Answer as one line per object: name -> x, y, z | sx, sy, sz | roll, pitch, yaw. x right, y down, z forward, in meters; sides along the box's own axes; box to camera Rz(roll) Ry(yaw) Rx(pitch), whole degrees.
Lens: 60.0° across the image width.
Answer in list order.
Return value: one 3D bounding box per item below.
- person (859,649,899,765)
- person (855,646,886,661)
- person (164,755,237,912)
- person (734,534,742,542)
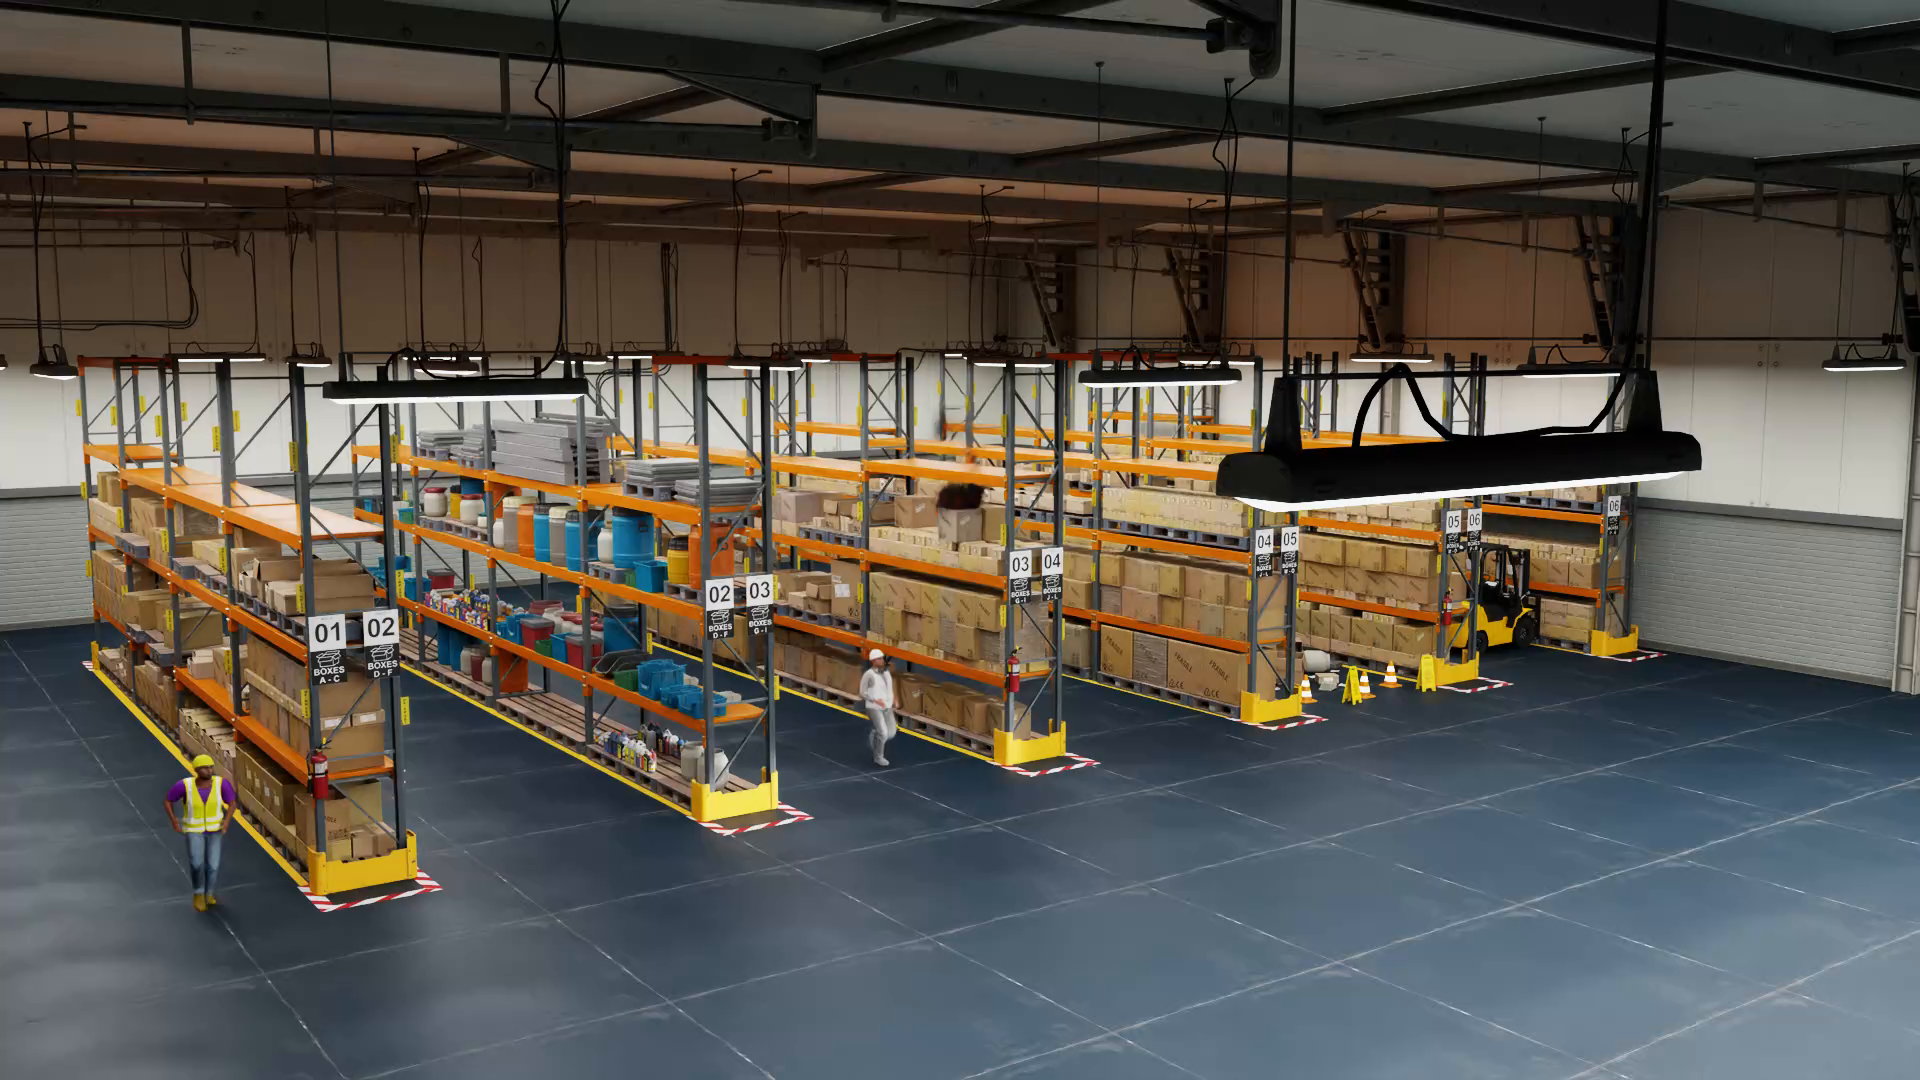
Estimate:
person -> -1.219, 2.482, 24.805 | 0.585, 1.731, 0.661 | 6, 9, 43
person -> -1.660, 1.556, 32.066 | 0.709, 1.757, 0.970 | -6, 9, -40
person -> -8.382, 3.240, 18.434 | 0.711, 1.743, 0.631 | -5, 8, -33
person -> -5.360, 0.694, 39.515 | 0.698, 1.737, 0.592 | -3, 8, -26
